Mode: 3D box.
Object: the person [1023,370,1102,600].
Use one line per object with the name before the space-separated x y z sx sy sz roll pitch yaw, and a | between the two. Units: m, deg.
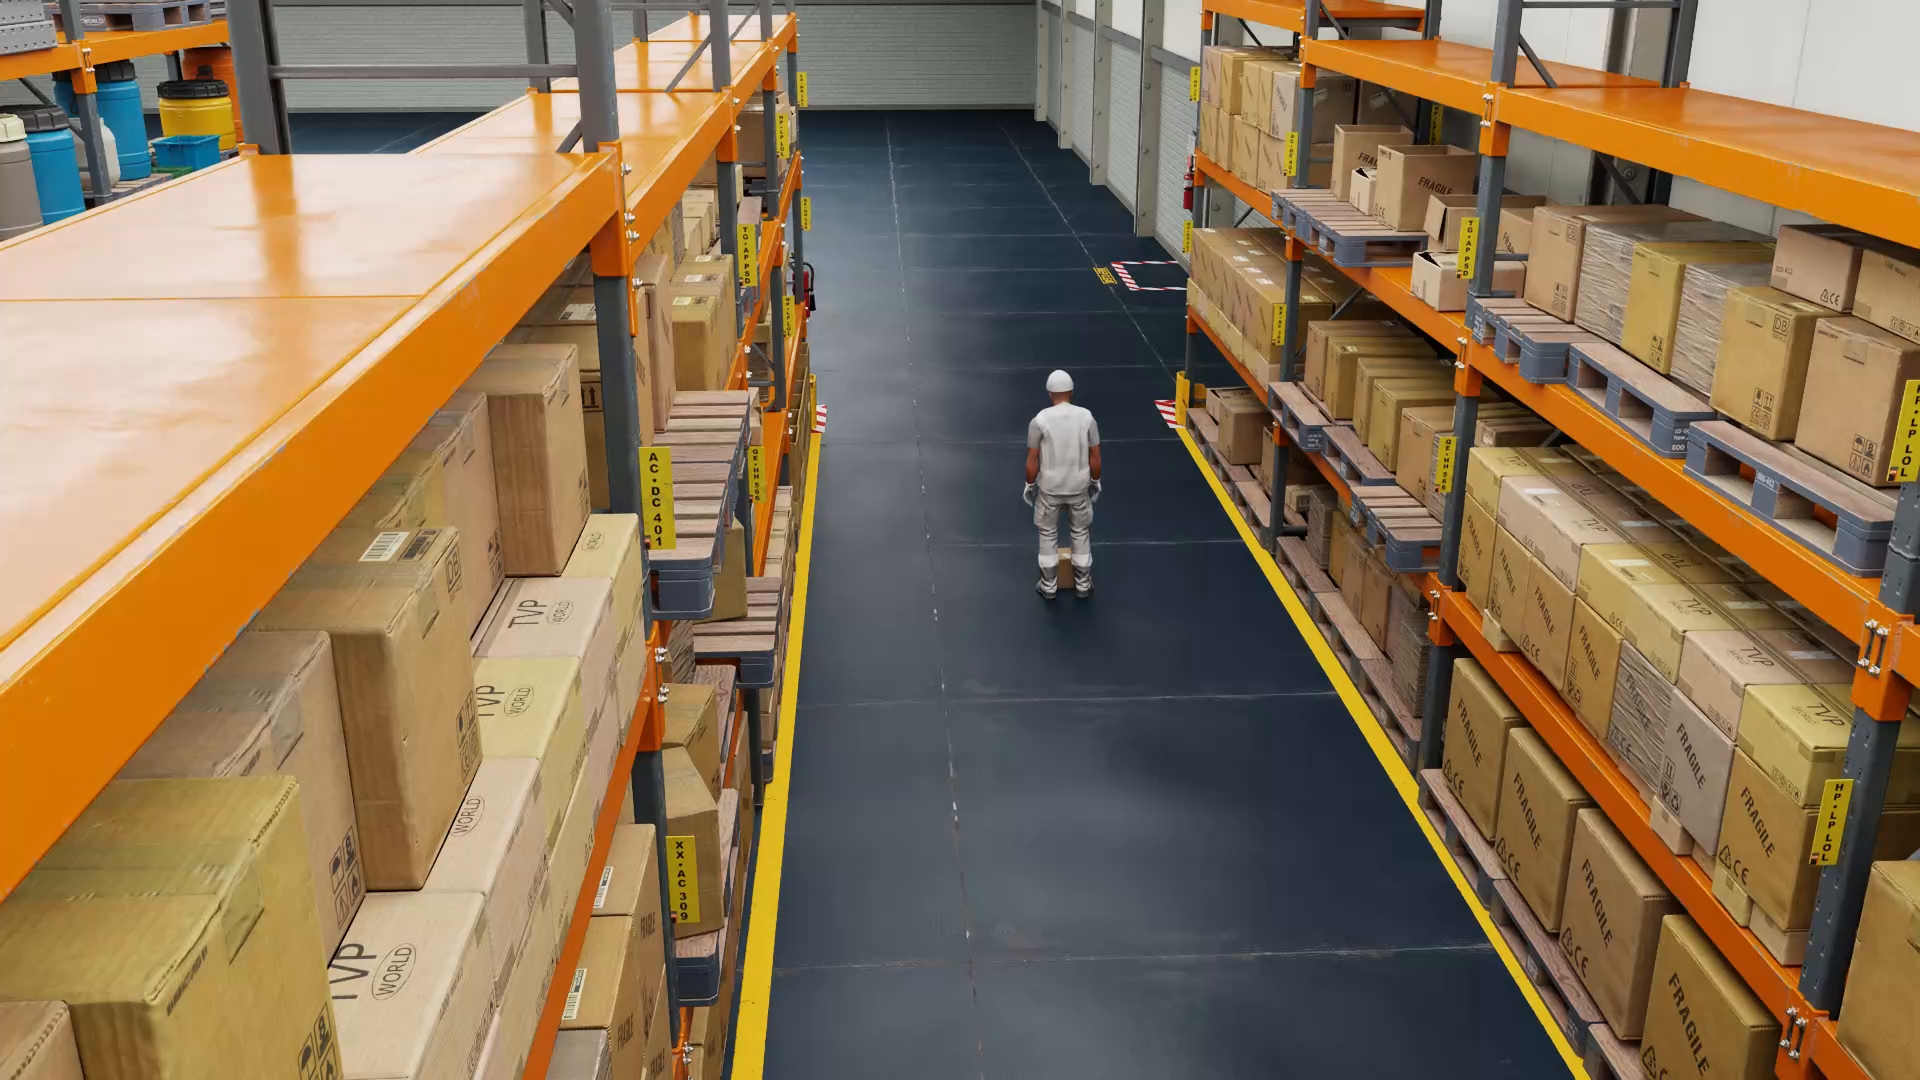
person | 0.782 -0.413 12.679 0.609 1.777 0.453 -2 20 -6
